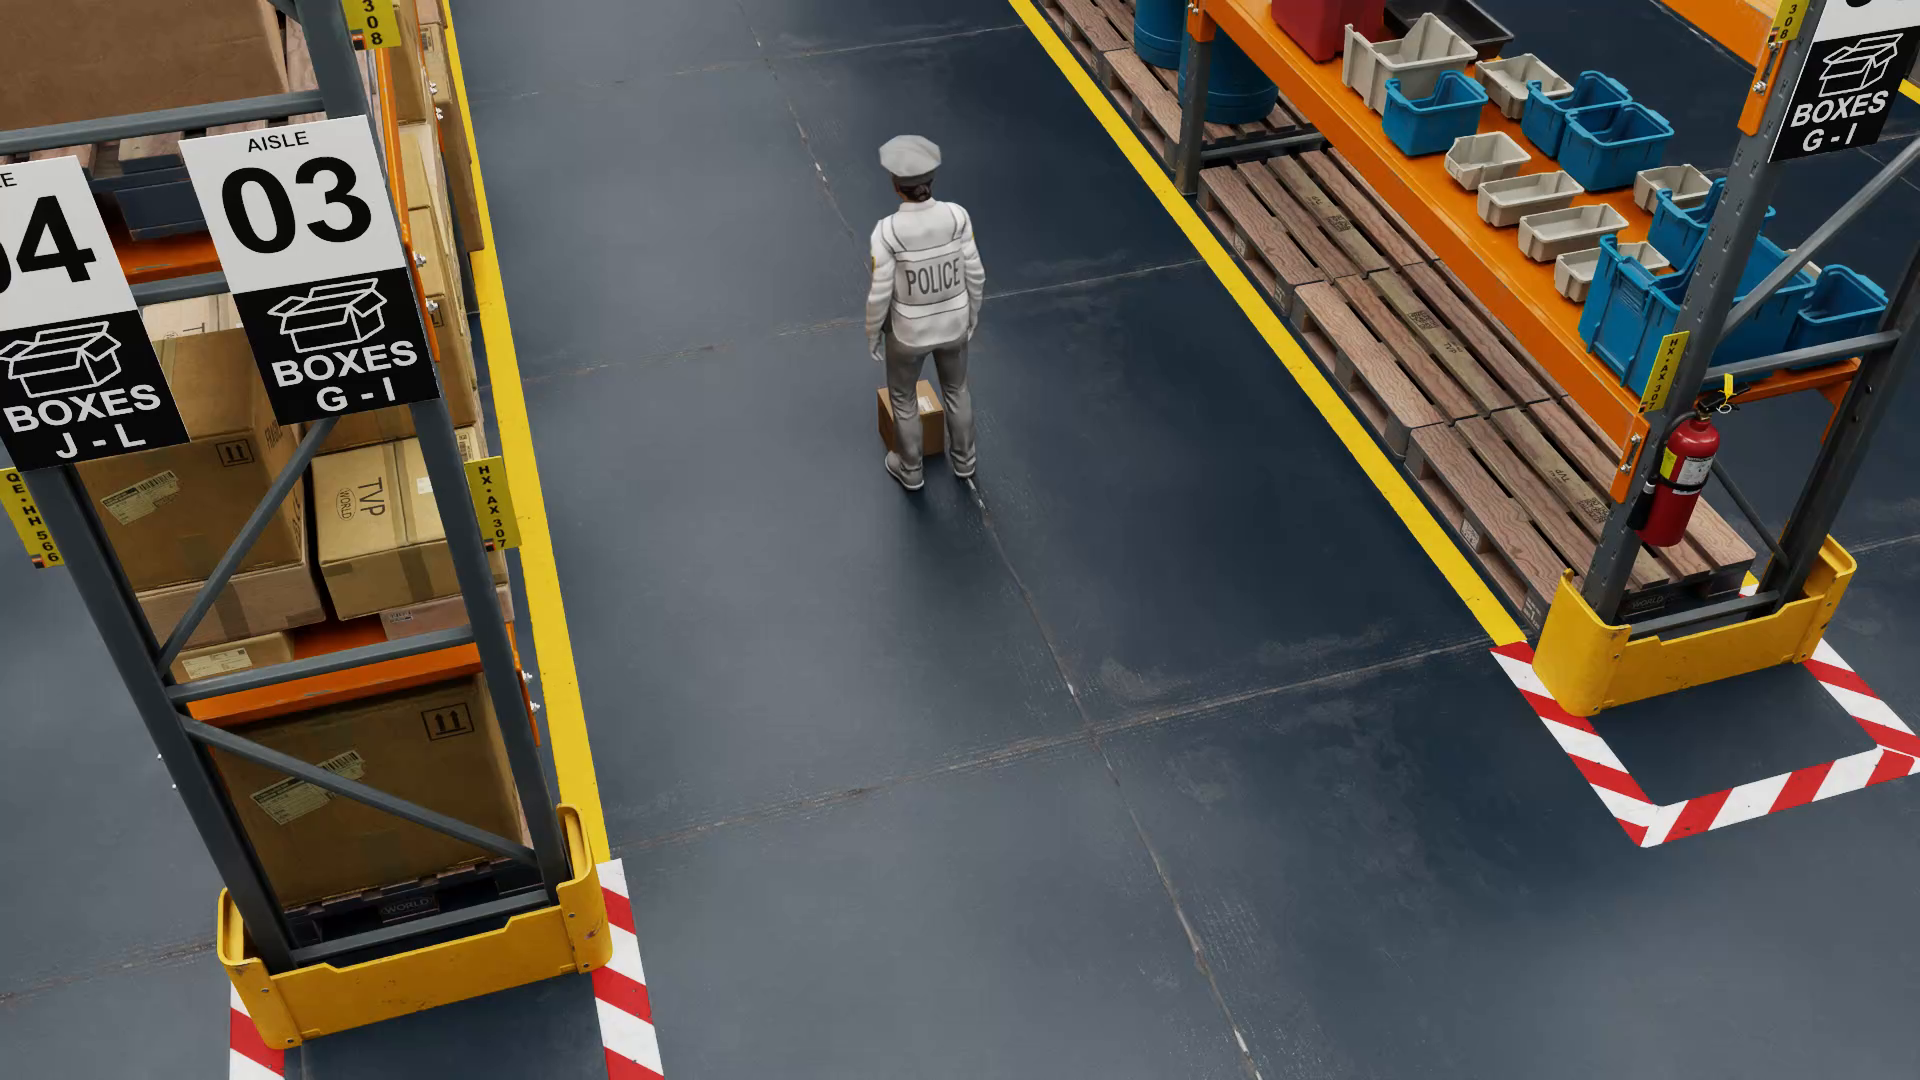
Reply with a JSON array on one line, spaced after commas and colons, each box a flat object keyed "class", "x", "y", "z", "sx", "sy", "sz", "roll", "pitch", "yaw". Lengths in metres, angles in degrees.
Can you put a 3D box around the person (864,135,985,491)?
[{"class": "person", "x": -0.154, "y": -0.924, "z": 7.168, "sx": 0.539, "sy": 1.662, "sz": 0.374, "roll": -14, "pitch": 44, "yaw": -15}]
